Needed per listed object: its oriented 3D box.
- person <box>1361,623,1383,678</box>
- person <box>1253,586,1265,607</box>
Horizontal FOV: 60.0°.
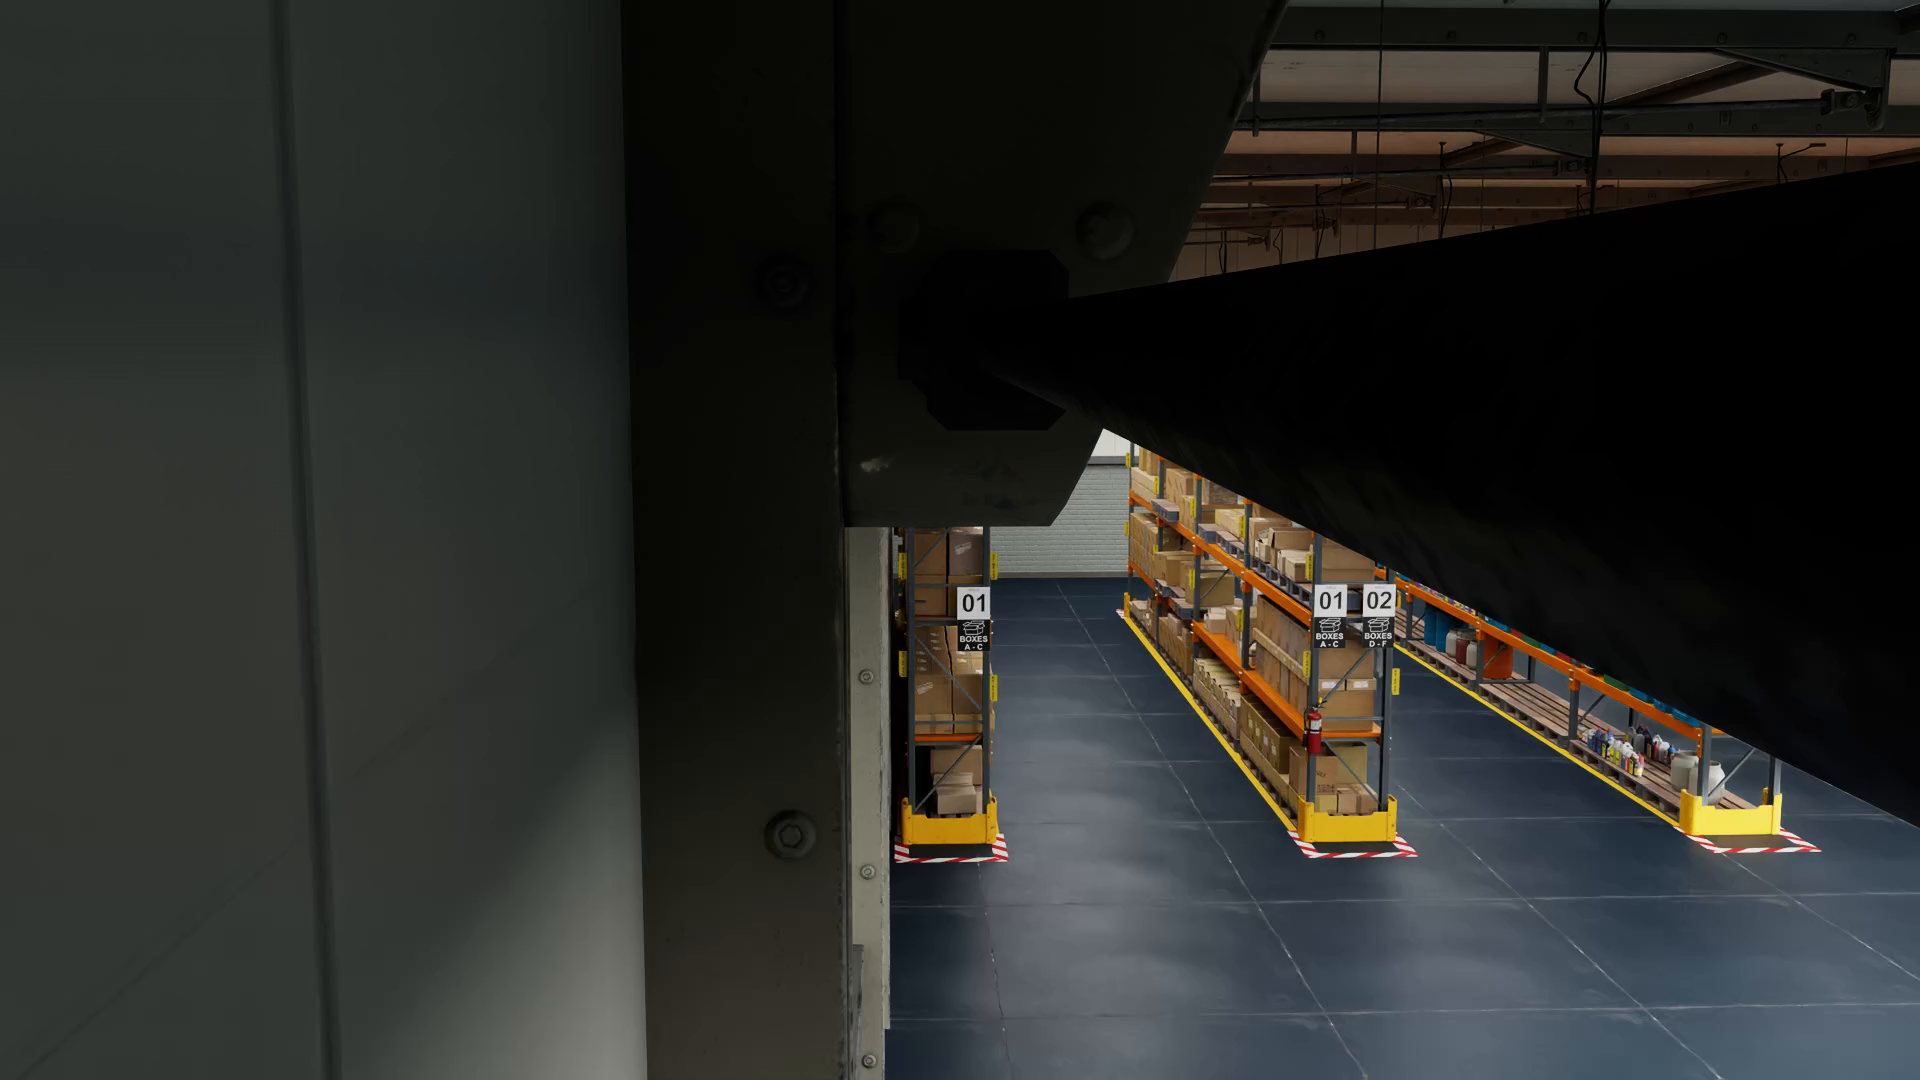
[{"bbox_3d":[7.551,1.648,30.222,0.560,1.644,0.963,0,7,3],"label":"person"},{"bbox_3d":[6.341,0.998,35.183,0.586,1.812,0.877,0,7,-2],"label":"person"}]
